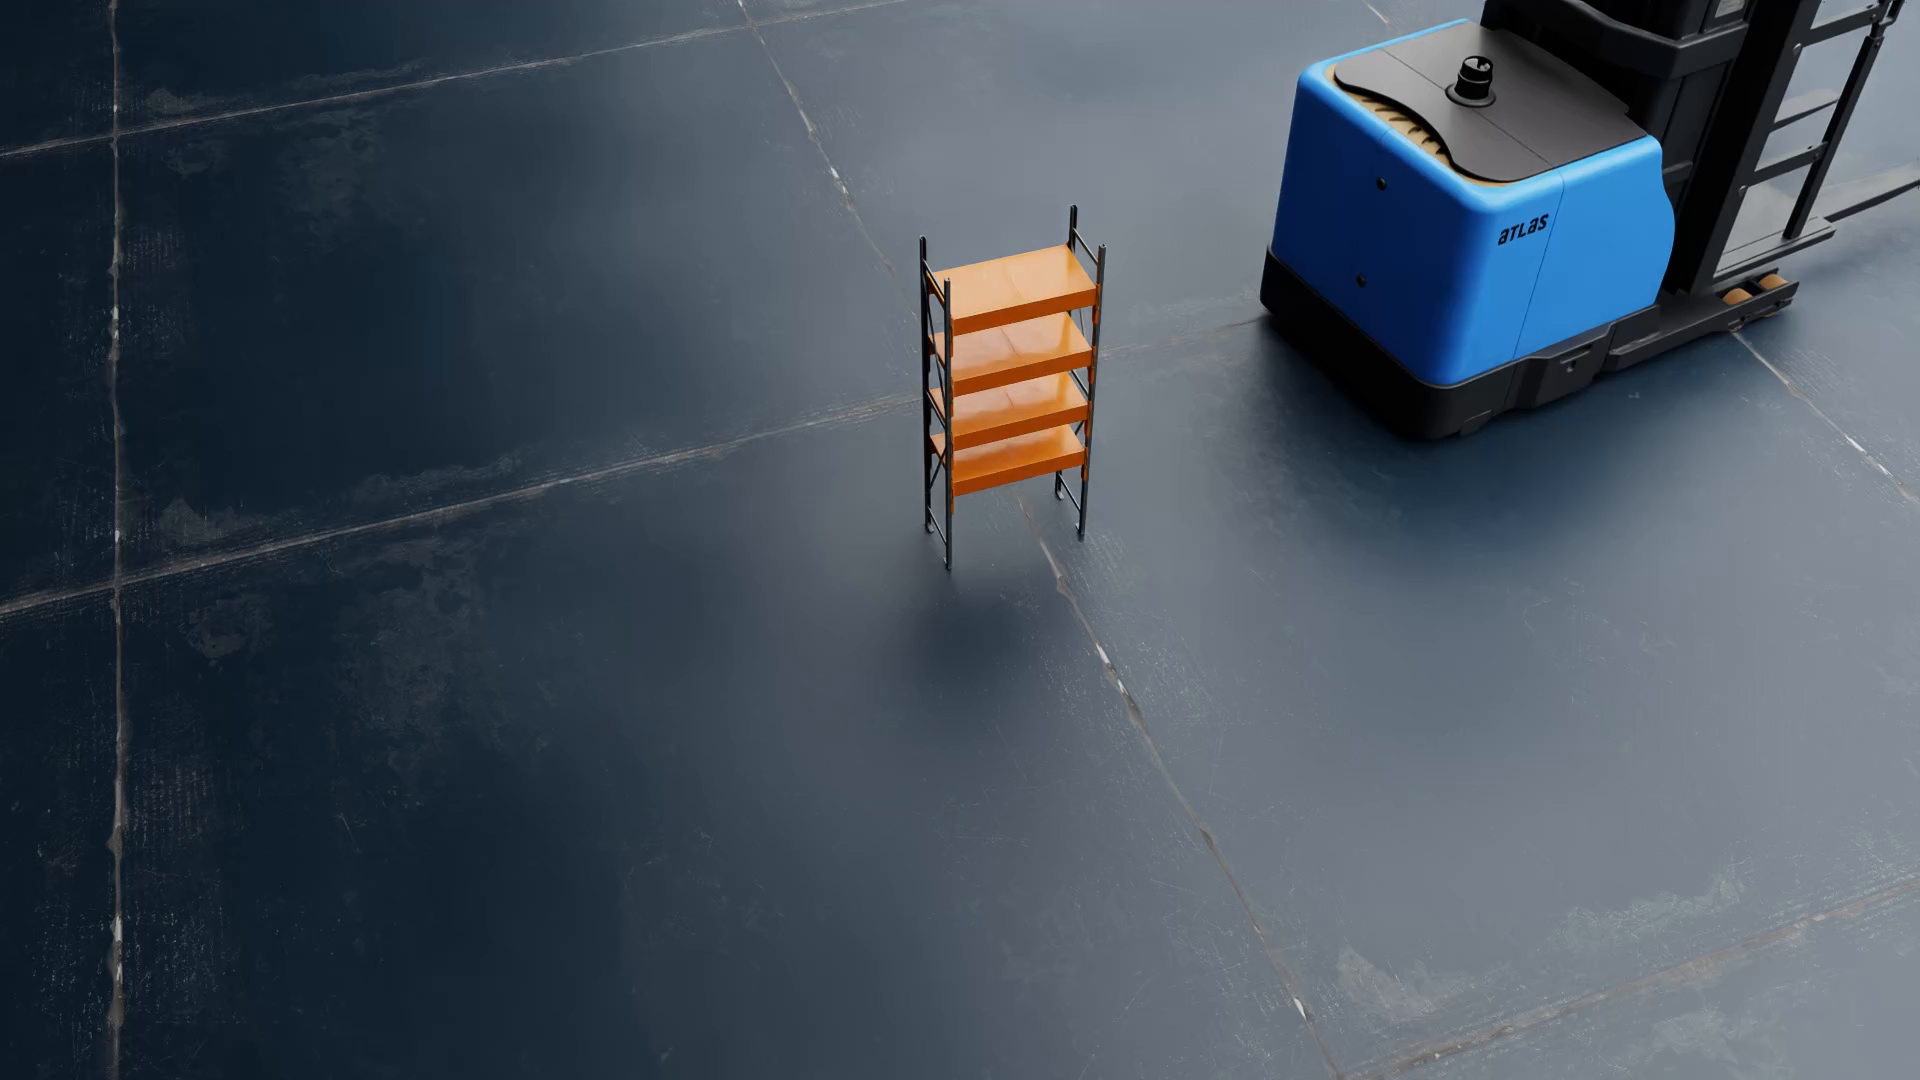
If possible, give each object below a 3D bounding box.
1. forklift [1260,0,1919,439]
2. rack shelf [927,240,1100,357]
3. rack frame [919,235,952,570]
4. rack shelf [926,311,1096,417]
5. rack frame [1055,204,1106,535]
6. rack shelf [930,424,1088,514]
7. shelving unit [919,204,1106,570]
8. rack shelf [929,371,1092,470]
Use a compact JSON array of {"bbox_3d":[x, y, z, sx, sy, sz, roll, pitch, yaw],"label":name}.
[{"bbox_3d":[2.731,-2.166,5.839,3.031,2.935,1.130,-21,49,-20],"label":"forklift"},{"bbox_3d":[0.156,-0.741,5.086,0.480,0.148,0.258,-14,47,-14],"label":"rack shelf"},{"bbox_3d":[-0.074,-0.405,5.306,0.015,1.200,0.240,-14,47,-14],"label":"rack frame"},{"bbox_3d":[0.156,-0.574,5.254,0.480,0.148,0.258,-14,47,-14],"label":"rack shelf"},{"bbox_3d":[0.385,-0.522,5.423,0.015,1.200,0.240,-14,47,-14],"label":"rack frame"},{"bbox_3d":[0.156,-0.276,5.553,0.480,0.148,0.258,-14,47,-14],"label":"rack shelf"},{"bbox_3d":[0.156,-0.463,5.365,0.503,1.200,0.258,-14,47,-14],"label":"shelving unit"},{"bbox_3d":[0.156,-0.416,5.412,0.480,0.148,0.258,-14,47,-14],"label":"rack shelf"}]
